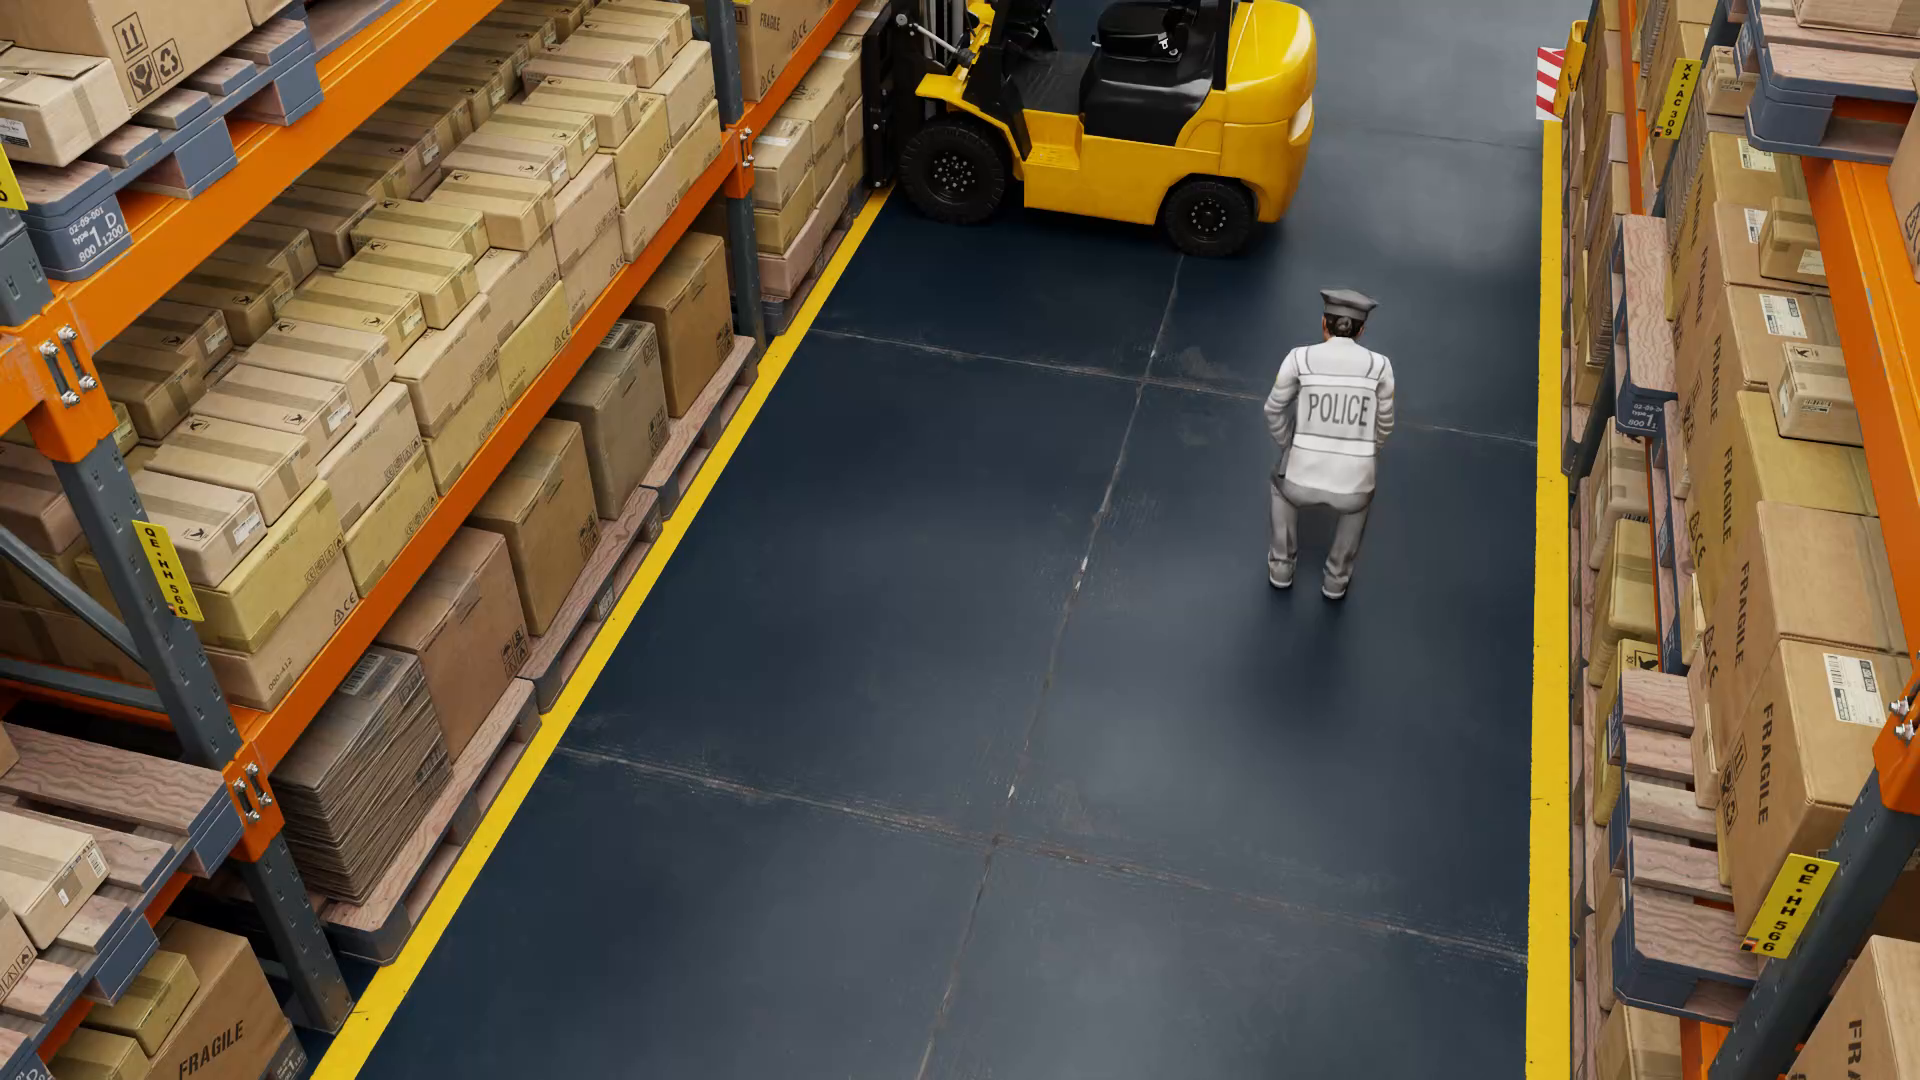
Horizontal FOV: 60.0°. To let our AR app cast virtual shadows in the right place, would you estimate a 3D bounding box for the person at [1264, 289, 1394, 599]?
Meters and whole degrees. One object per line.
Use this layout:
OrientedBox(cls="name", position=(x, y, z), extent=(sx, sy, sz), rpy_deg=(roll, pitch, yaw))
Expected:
OrientedBox(cls="person", position=(1.505, -0.379, 6.897), extent=(0.532, 1.267, 0.761), rpy_deg=(10, 42, 11))
